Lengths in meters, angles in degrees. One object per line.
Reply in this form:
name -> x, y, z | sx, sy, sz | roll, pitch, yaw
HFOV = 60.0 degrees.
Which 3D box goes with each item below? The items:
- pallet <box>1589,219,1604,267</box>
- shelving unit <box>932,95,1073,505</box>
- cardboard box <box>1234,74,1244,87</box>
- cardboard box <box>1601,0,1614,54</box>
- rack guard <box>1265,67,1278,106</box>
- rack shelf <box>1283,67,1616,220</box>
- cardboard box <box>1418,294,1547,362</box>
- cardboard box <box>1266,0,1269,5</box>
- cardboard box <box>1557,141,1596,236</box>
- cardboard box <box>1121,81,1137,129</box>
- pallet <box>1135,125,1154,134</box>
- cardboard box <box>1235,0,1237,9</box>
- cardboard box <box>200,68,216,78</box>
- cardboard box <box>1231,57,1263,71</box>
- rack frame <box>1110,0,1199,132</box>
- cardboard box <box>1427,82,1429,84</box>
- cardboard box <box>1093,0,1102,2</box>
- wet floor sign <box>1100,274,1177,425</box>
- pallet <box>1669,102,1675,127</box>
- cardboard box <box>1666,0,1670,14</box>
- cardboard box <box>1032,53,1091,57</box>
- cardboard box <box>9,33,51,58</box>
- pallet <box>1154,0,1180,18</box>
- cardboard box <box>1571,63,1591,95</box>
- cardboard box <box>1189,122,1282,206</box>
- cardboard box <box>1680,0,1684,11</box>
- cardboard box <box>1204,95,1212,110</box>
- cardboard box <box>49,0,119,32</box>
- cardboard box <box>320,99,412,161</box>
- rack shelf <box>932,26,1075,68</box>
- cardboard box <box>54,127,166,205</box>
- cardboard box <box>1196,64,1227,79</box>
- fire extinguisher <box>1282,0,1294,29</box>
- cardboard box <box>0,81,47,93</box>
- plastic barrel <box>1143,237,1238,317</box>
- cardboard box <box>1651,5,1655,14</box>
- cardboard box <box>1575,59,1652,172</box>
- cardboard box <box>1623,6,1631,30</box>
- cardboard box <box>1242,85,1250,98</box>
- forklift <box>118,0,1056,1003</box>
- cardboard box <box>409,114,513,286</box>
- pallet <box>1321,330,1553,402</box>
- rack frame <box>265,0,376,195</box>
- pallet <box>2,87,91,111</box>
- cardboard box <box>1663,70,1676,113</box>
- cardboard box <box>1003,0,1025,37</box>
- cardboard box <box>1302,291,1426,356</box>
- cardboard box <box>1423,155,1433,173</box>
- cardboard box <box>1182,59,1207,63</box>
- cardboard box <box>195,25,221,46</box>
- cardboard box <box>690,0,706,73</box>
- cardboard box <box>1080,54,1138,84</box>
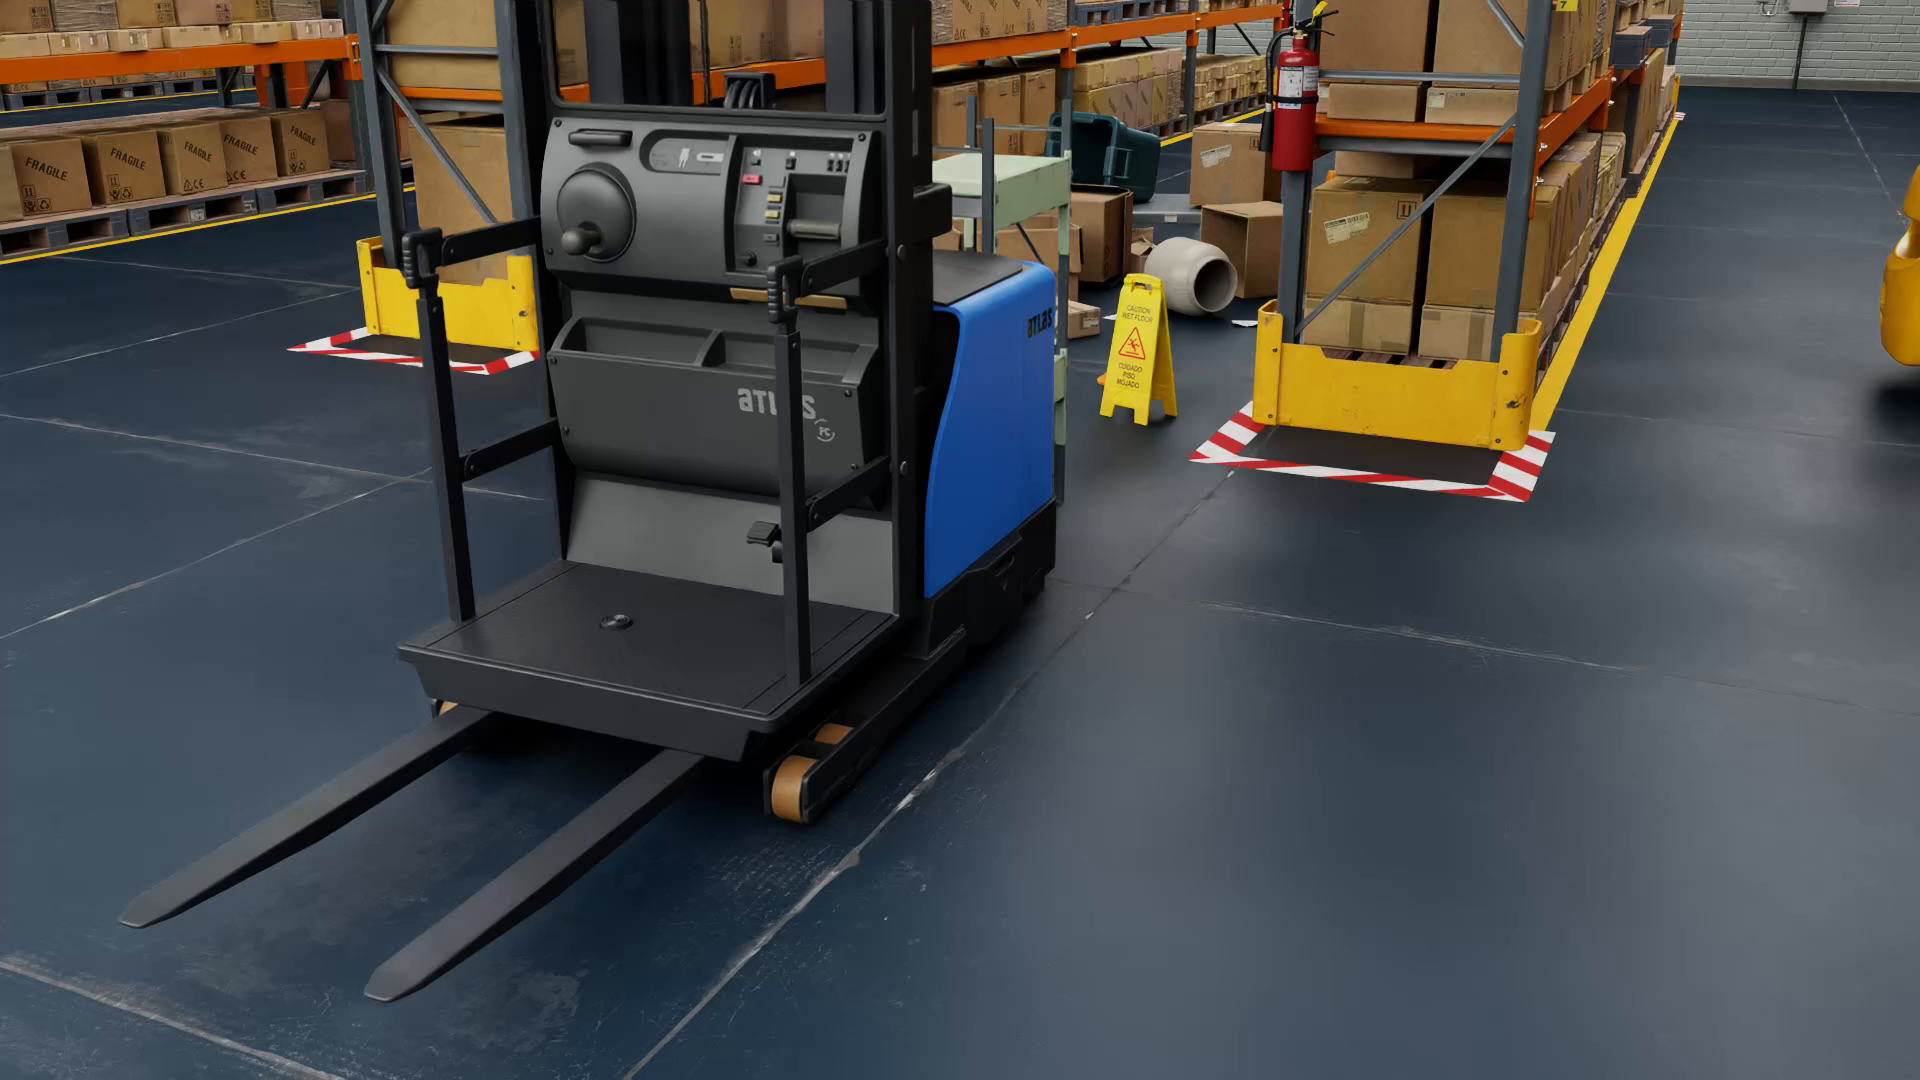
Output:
pallet -> 3.822, -2.038, 11.384 | 1.003, 0.211, 1.213 | 9, 21, 23
shelving unit -> 0.066, -0.759, 5.864 | 0.431, 1.500, 0.755 | 8, 21, 22
cardboard box -> 3.372, -5.829, 21.068 | 0.380, 0.149, 0.250 | 10, 22, 25
cardboard box -> 3.344, -2.972, 9.257 | 0.500, 0.500, 0.500 | 9, 22, 25
rack guard -> 3.830, -6.229, 22.738 | 1.175, 0.500, 0.348 | 9, 21, 23
rack shelf -> 2.685, -2.163, 8.648 | 1.077, 0.370, 4.000 | 9, 21, 23
cardboard box -> 2.449, -1.002, 7.785 | 0.500, 0.250, 0.500 | 8, 21, 22
cardboard box -> 3.849, -7.102, 21.838 | 0.380, 0.149, 0.250 | 9, 21, 23
cardboard box -> 3.300, -1.996, 9.461 | 0.500, 0.500, 0.500 | 9, 21, 24
cardboard box -> 1.516, -4.498, 17.243 | 0.500, 0.500, 0.500 | 8, 21, 21
pallet -> 1.407, -4.281, 17.691 | 1.003, 0.211, 1.213 | 9, 21, 23
cardboard box -> 3.200, -6.628, 20.505 | 0.380, 0.149, 0.250 | 9, 22, 25
cardboard box -> -11.238, -7.119, 24.583 | 0.500, 0.500, 0.500 | 8, 21, 22
cardboard box -> 3.730, -6.203, 21.674 | 0.380, 0.149, 0.250 | 8, 21, 21
rack frame -> 2.223, -6.207, 18.946 | 1.000, 3.000, 0.127 | 9, 21, 23
cardboard box -> 2.029, -2.167, 7.960 | 0.380, 0.149, 0.250 | 9, 21, 24
cardboard box -> 1.172, -5.338, 16.249 | 0.380, 0.149, 0.250 | 10, 22, 25
wet floor sign -> 0.812, -0.870, 7.452 | 0.267, 0.644, 0.232 | 18, 26, 41
pallet -> 8.162, -5.213, 20.311 | 1.003, 0.211, 1.213 | 9, 21, 23
cardboard box -> 6.826, -5.317, 16.666 | 0.500, 0.250, 0.500 | 8, 21, 21
cardboard box -> 1.045, -4.912, 17.289 | 0.500, 0.250, 0.500 | 9, 22, 24
cardboard box -> -6.521, -3.414, 11.467 | 0.380, 0.149, 0.250 | 9, 21, 23
pallet -> 1.777, -5.903, 18.378 | 1.003, 0.211, 1.213 | 9, 21, 23
cardboard box -> 3.033, -2.386, 8.577 | 0.380, 0.149, 0.250 | 9, 21, 23
cardboard box -> 1.868, -2.528, 11.200 | 0.500, 0.500, 0.500 | 9, 21, 23
cardboard box -> 8.462, -6.645, 20.028 | 0.500, 0.500, 0.500 | 9, 21, 23
cardboard box -> 2.774, -5.210, 19.771 | 0.380, 0.149, 0.250 | 9, 22, 24
cardboard box -> -6.585, -3.918, 11.917 | 0.875, 0.500, 0.500 | 9, 21, 23
cardboard box -> -5.266, -3.687, 14.935 | 0.700, 0.500, 0.500 | 7, 21, 19
rack shelf -> -0.234, -4.034, 13.909 | 1.077, 0.370, 4.000 | 9, 21, 23
cardboard box -> -6.417, -2.835, 12.569 | 0.500, 0.500, 0.500 | 11, 22, 28
cardboard box -> 3.043, -5.729, 20.341 | 0.380, 0.149, 0.250 | 9, 21, 24
fire extinguisher -> 4.385, -7.232, 22.498 | 0.296, 0.674, 0.183 | 9, 21, 23
cardboard box -> -12.488, -6.186, 21.960 | 0.500, 0.500, 0.500 | 10, 22, 25
plastic barrel -> 1.331, -1.516, 9.600 | 0.421, 0.421, 0.512 | -9, 22, -24
cardboard box -> 5.572, -4.381, 14.034 | 0.500, 0.250, 0.500 | 8, 21, 22
cardboard box -> 5.501, -3.733, 14.532 | 0.875, 0.875, 0.875 | 8, 21, 22
cardboard box -> 4.129, -3.394, 10.783 | 0.380, 0.149, 0.250 | 9, 21, 24
cardboard box -> 3.499, -5.770, 21.344 | 0.380, 0.149, 0.250 | 8, 21, 20
forklift -> -0.732, -0.854, 3.996 | 1.130, 2.935, 3.031 | 8, 21, 22
cardboard box -> -2.474, -1.952, 9.525 | 0.875, 0.875, 0.875 | 9, 21, 23
pallet -> 2.262, -0.844, 8.026 | 1.003, 0.211, 1.213 | 9, 21, 23
rack frame -> -5.537, -4.473, 14.070 | 1.000, 3.000, 0.127 | 9, 21, 23
pallet -> -12.595, -5.966, 22.428 | 1.003, 0.211, 1.213 | 9, 21, 23
cardboard box -> 7.872, -5.276, 19.525 | 0.875, 0.438, 0.875 | 9, 22, 24
cardboard box -> 0.235, -4.552, 14.143 | 0.500, 0.500, 0.500 | 8, 21, 22
cardboard box -> 1.961, -1.084, 8.018 | 0.500, 0.250, 0.500 | 8, 21, 22
cardboard box -> 2.151, -1.930, 8.310 | 0.380, 0.149, 0.250 | 9, 21, 24
cardboard box -> 2.965, -6.121, 21.443 | 0.380, 0.149, 0.250 | 9, 22, 25
cardboard box -> -5.914, -3.873, 12.759 | 0.380, 0.149, 0.250 | 9, 21, 23
cardboard box -> -2.031, -3.054, 9.857 | 0.875, 0.550, 0.550 | 9, 21, 23
cardboard box -> 1.510, -4.840, 17.086 | 0.500, 0.250, 0.500 | 9, 21, 23
